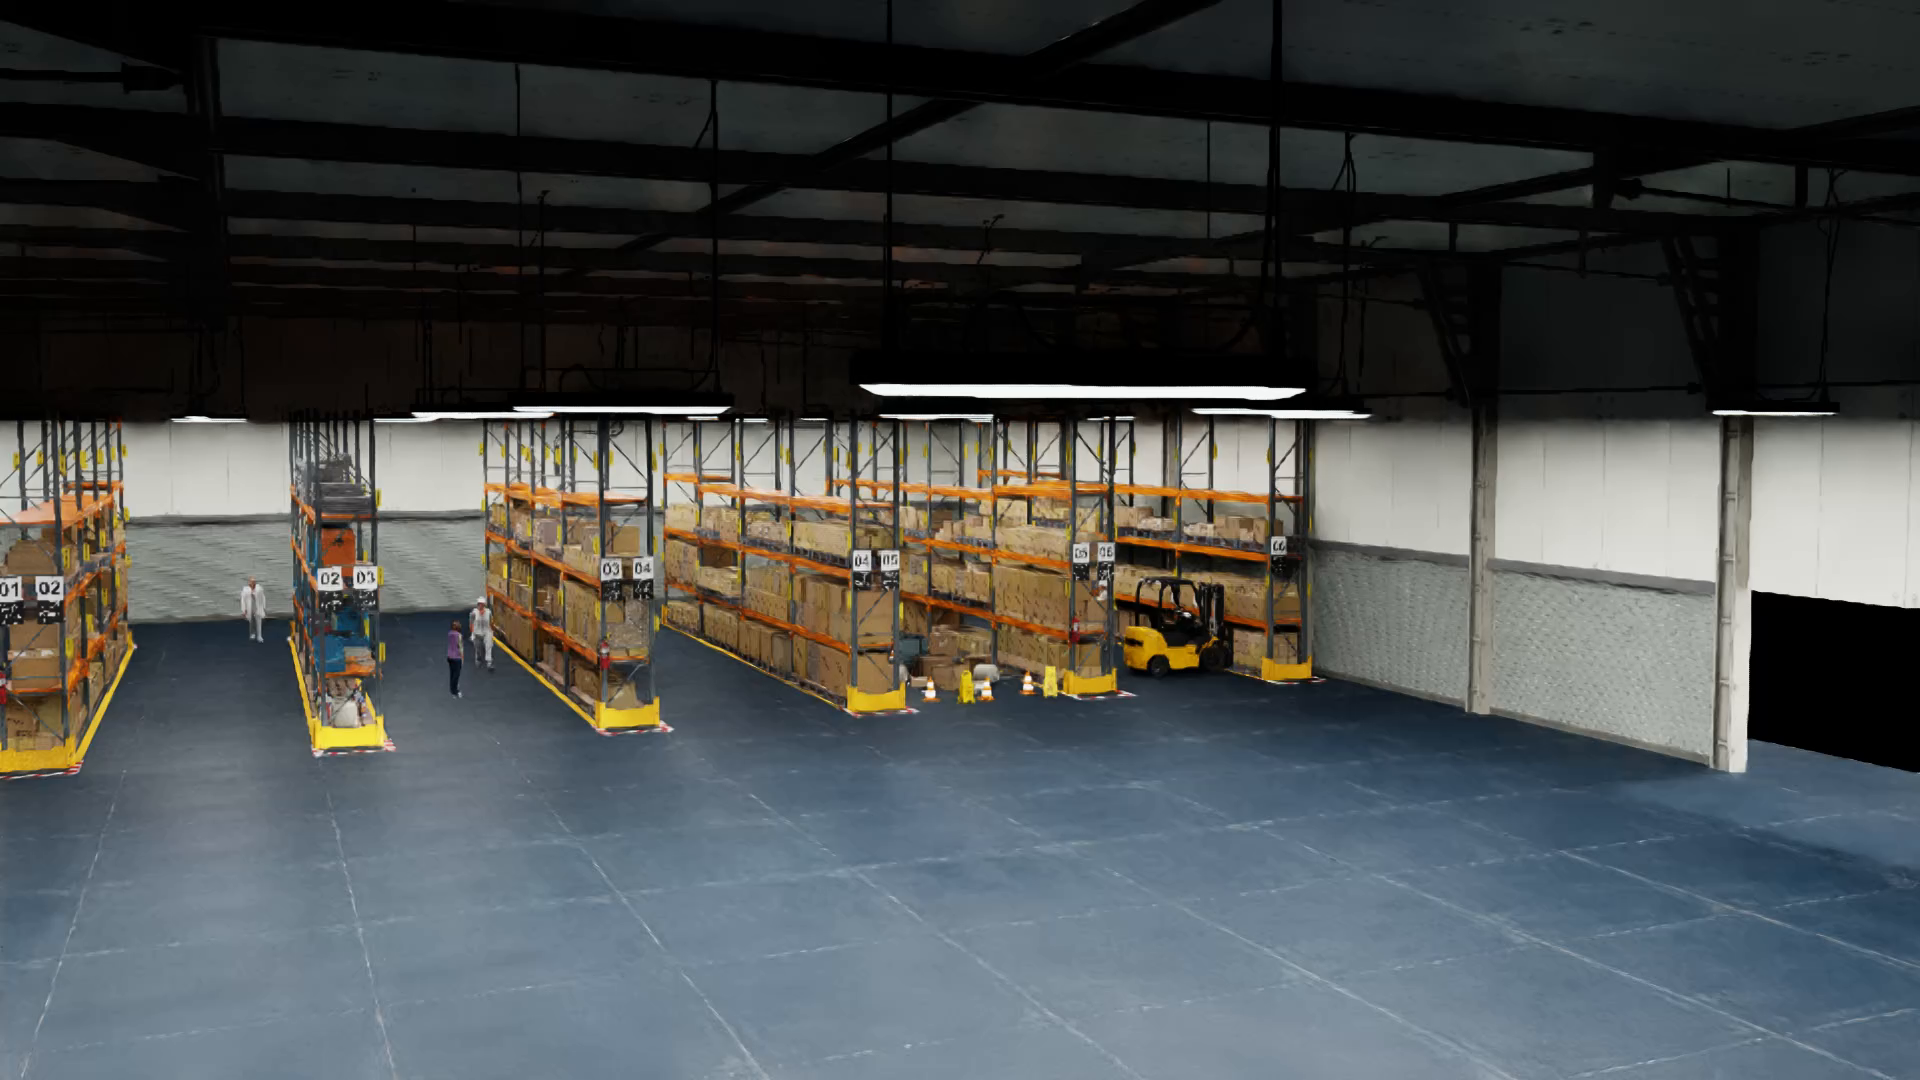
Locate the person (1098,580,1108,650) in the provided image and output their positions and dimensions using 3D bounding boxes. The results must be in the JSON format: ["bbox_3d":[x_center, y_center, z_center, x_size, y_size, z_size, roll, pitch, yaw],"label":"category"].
[{"bbox_3d":[3.590,1.878,42.079,0.581,1.768,0.630,0,4,2],"label":"person"}]

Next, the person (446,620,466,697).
[{"bbox_3d":[-10.518,2.473,34.787,0.504,1.603,0.419,3,5,38],"label":"person"}]

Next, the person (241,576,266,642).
[{"bbox_3d":[-18.525,1.797,43.603,0.599,1.696,1.175,-1,4,-20],"label":"person"}]

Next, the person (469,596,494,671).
[{"bbox_3d":[-11.083,2.155,38.548,0.553,1.708,1.123,-2,4,-21],"label":"person"}]
